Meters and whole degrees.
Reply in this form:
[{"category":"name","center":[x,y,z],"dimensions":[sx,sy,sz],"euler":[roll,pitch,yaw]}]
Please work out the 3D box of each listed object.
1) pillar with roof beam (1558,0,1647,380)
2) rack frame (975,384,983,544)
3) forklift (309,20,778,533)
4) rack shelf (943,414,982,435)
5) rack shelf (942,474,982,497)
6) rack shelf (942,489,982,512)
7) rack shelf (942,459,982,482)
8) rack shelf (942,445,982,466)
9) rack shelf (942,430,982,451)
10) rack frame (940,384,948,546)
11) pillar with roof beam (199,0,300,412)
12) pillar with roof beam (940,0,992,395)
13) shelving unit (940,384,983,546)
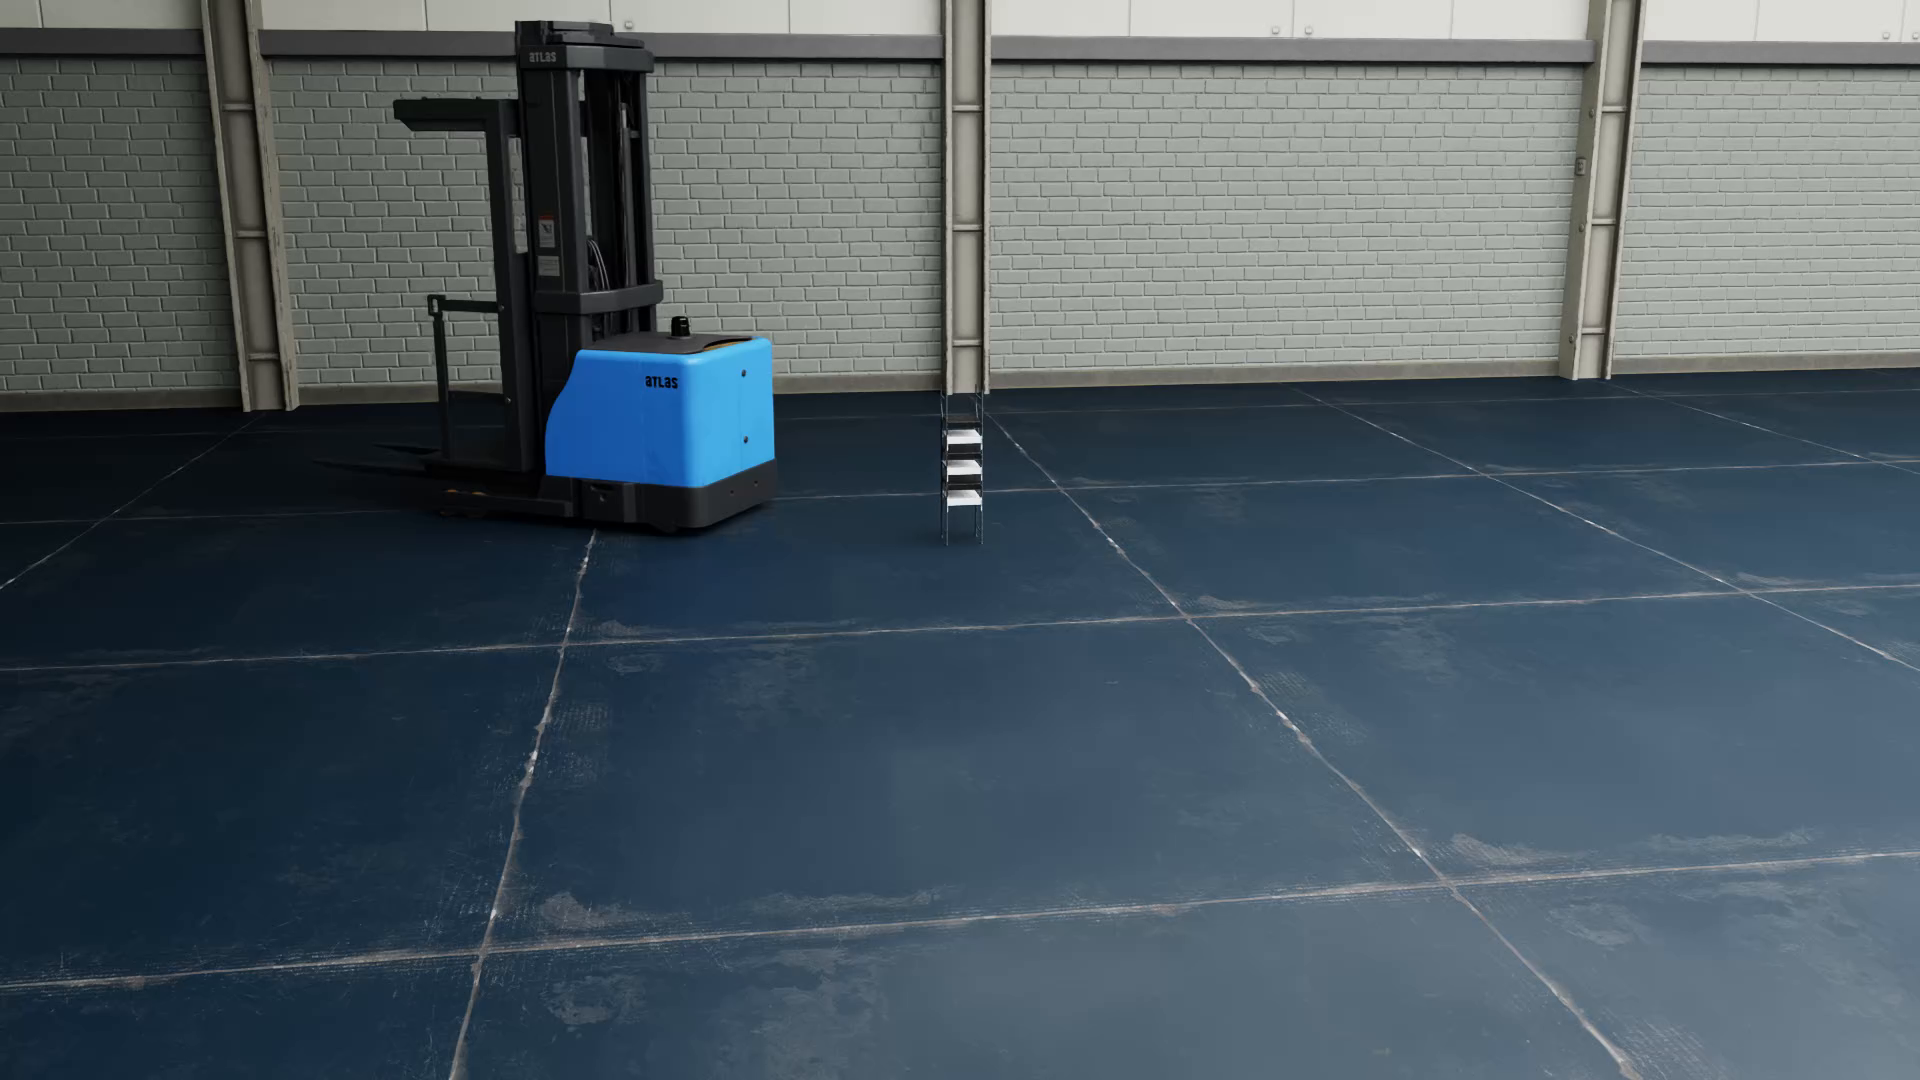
[{"category":"pillar with roof beam","center":[6.623,-4.892,10.731],"dimensions":[0.400,9.000,9.100],"euler":[-2,14,-8]},{"category":"rack frame","center":[0.109,-0.440,9.628],"dimensions":[0.006,0.900,0.240],"euler":[-2,14,-8]},{"category":"forklift","center":[-2.726,-1.666,10.340],"dimensions":[3.031,2.935,1.130],"euler":[5,15,21]},{"category":"rack shelf","center":[0.008,-0.666,9.556],"dimensions":[0.200,0.077,0.258],"euler":[-2,14,-8]},{"category":"rack shelf","center":[0.008,-0.317,9.644],"dimensions":[0.200,0.077,0.258],"euler":[-2,14,-8]},{"category":"rack shelf","center":[0.008,-0.230,9.665],"dimensions":[0.200,0.077,0.258],"euler":[-2,14,-8]},{"category":"rack shelf","center":[0.008,-0.404,9.622],"dimensions":[0.200,0.077,0.258],"euler":[-2,14,-8]},{"category":"rack shelf","center":[0.008,-0.492,9.600],"dimensions":[0.200,0.077,0.258],"euler":[-2,14,-8]},{"category":"rack shelf","center":[0.008,-0.579,9.578],"dimensions":[0.200,0.077,0.258],"euler":[-2,14,-8]},{"category":"rack frame","center":[-0.093,-0.433,9.599],"dimensions":[0.006,0.900,0.240],"euler":[-2,14,-8]},{"category":"pillar with roof beam","center":[-5.243,-4.458,8.997],"dimensions":[0.400,9.000,9.100],"euler":[-2,14,-8]},{"category":"pillar with roof beam","center":[0.690,-4.675,9.864],"dimensions":[0.400,9.000,9.100],"euler":[-2,14,-8]},{"category":"shelving unit","center":[0.008,-0.437,9.614],"dimensions":[0.210,0.900,0.258],"euler":[-2,14,-8]}]
